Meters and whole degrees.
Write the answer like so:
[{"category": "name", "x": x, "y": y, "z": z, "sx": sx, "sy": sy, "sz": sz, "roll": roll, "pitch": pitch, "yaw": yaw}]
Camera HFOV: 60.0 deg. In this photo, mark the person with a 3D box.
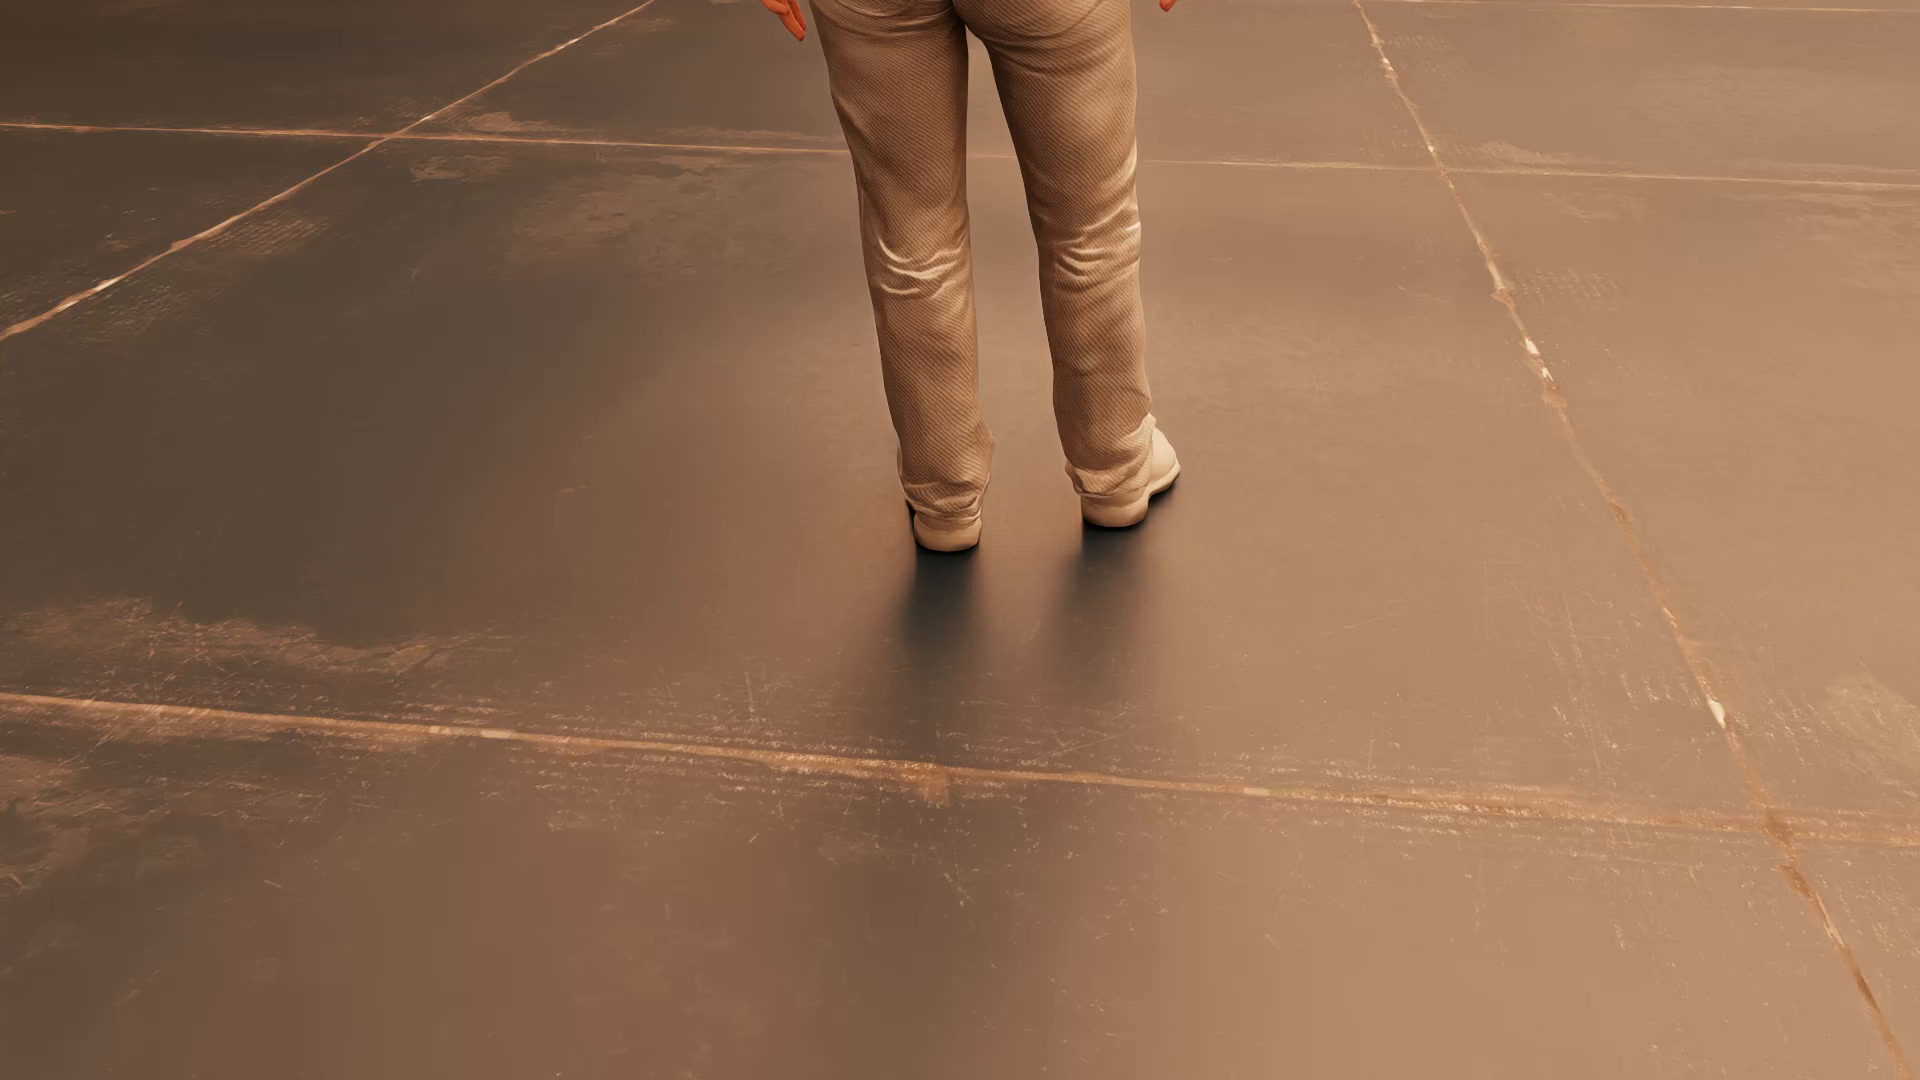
[{"category": "person", "x": 0.016, "y": -0.827, "z": 2.155, "sx": 0.632, "sy": 1.773, "sz": 0.568, "roll": 3, "pitch": 27, "yaw": 7}]
